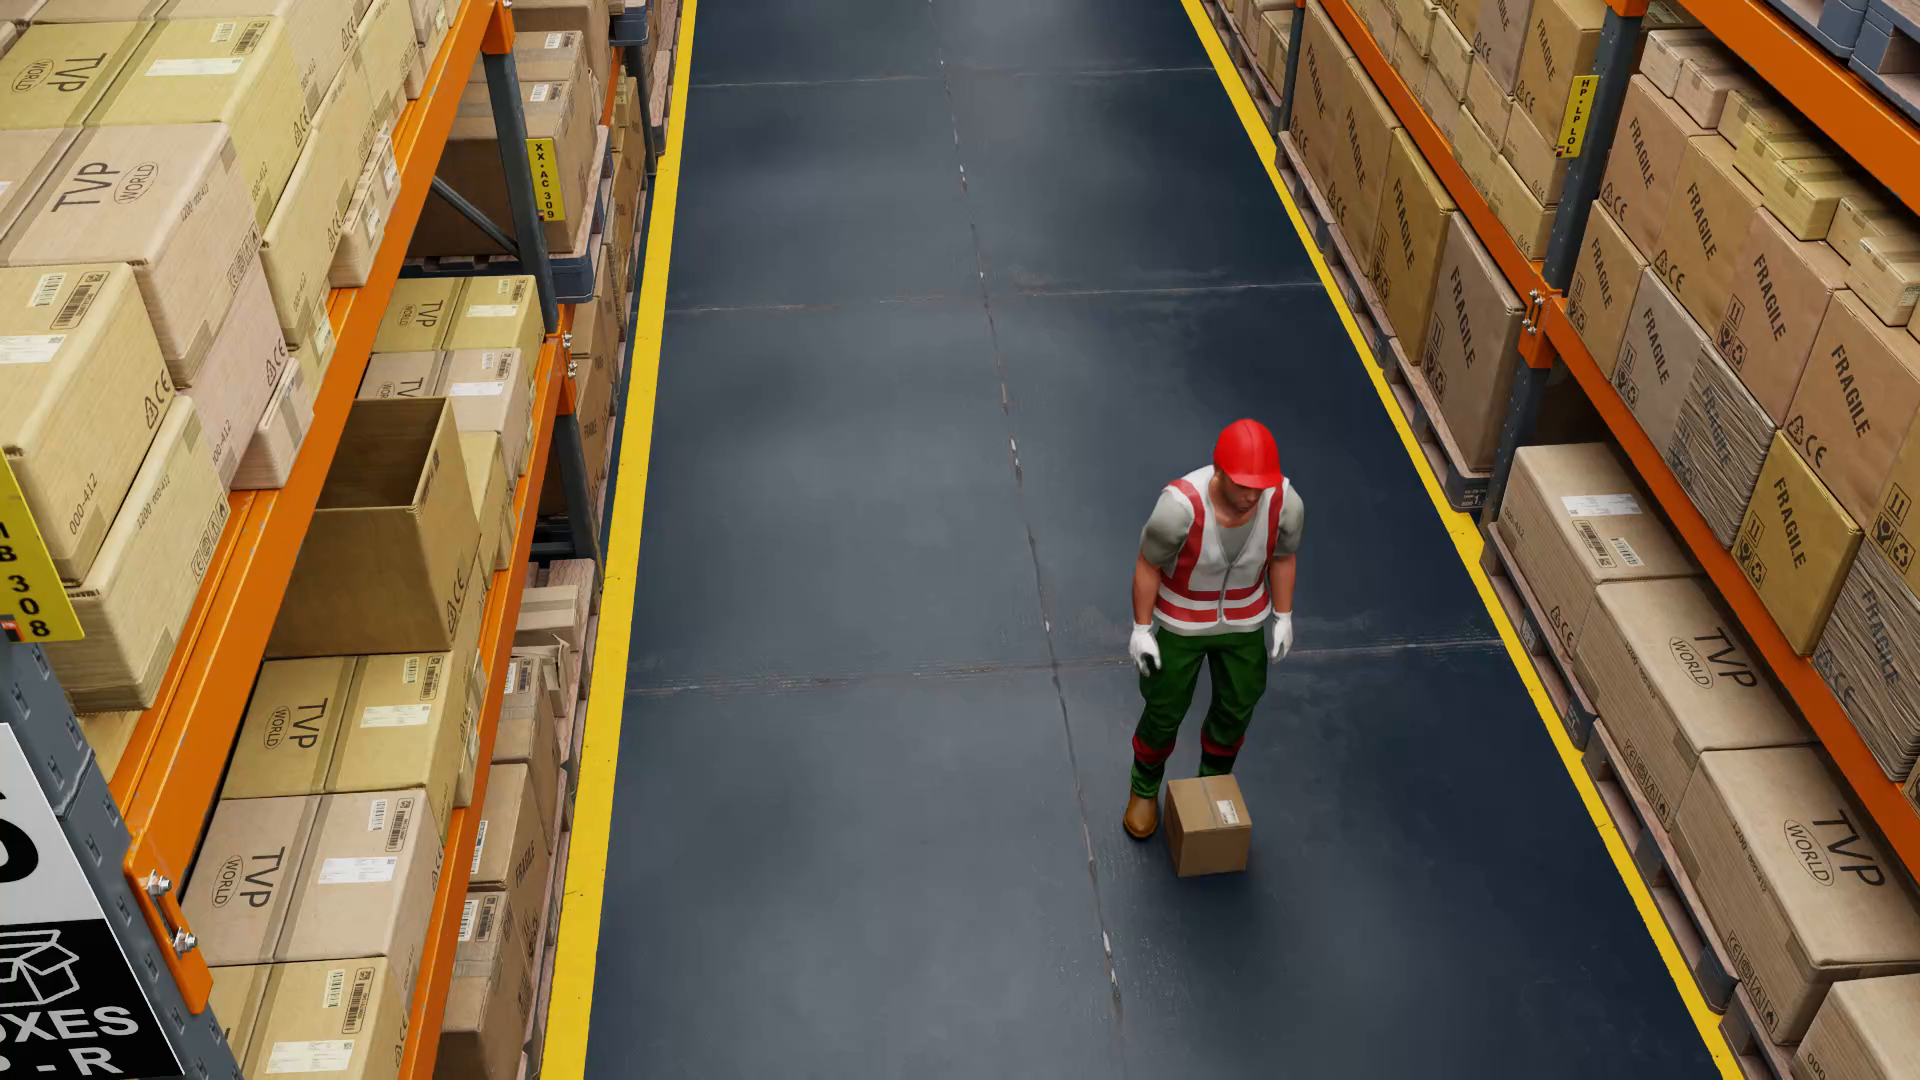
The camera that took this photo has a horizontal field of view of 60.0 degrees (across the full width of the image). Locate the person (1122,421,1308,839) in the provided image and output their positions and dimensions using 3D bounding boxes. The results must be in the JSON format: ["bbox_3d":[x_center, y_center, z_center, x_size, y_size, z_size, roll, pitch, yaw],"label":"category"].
[{"bbox_3d":[0.876,0.312,5.755,0.611,1.777,0.453,-4,39,-5],"label":"person"}]
